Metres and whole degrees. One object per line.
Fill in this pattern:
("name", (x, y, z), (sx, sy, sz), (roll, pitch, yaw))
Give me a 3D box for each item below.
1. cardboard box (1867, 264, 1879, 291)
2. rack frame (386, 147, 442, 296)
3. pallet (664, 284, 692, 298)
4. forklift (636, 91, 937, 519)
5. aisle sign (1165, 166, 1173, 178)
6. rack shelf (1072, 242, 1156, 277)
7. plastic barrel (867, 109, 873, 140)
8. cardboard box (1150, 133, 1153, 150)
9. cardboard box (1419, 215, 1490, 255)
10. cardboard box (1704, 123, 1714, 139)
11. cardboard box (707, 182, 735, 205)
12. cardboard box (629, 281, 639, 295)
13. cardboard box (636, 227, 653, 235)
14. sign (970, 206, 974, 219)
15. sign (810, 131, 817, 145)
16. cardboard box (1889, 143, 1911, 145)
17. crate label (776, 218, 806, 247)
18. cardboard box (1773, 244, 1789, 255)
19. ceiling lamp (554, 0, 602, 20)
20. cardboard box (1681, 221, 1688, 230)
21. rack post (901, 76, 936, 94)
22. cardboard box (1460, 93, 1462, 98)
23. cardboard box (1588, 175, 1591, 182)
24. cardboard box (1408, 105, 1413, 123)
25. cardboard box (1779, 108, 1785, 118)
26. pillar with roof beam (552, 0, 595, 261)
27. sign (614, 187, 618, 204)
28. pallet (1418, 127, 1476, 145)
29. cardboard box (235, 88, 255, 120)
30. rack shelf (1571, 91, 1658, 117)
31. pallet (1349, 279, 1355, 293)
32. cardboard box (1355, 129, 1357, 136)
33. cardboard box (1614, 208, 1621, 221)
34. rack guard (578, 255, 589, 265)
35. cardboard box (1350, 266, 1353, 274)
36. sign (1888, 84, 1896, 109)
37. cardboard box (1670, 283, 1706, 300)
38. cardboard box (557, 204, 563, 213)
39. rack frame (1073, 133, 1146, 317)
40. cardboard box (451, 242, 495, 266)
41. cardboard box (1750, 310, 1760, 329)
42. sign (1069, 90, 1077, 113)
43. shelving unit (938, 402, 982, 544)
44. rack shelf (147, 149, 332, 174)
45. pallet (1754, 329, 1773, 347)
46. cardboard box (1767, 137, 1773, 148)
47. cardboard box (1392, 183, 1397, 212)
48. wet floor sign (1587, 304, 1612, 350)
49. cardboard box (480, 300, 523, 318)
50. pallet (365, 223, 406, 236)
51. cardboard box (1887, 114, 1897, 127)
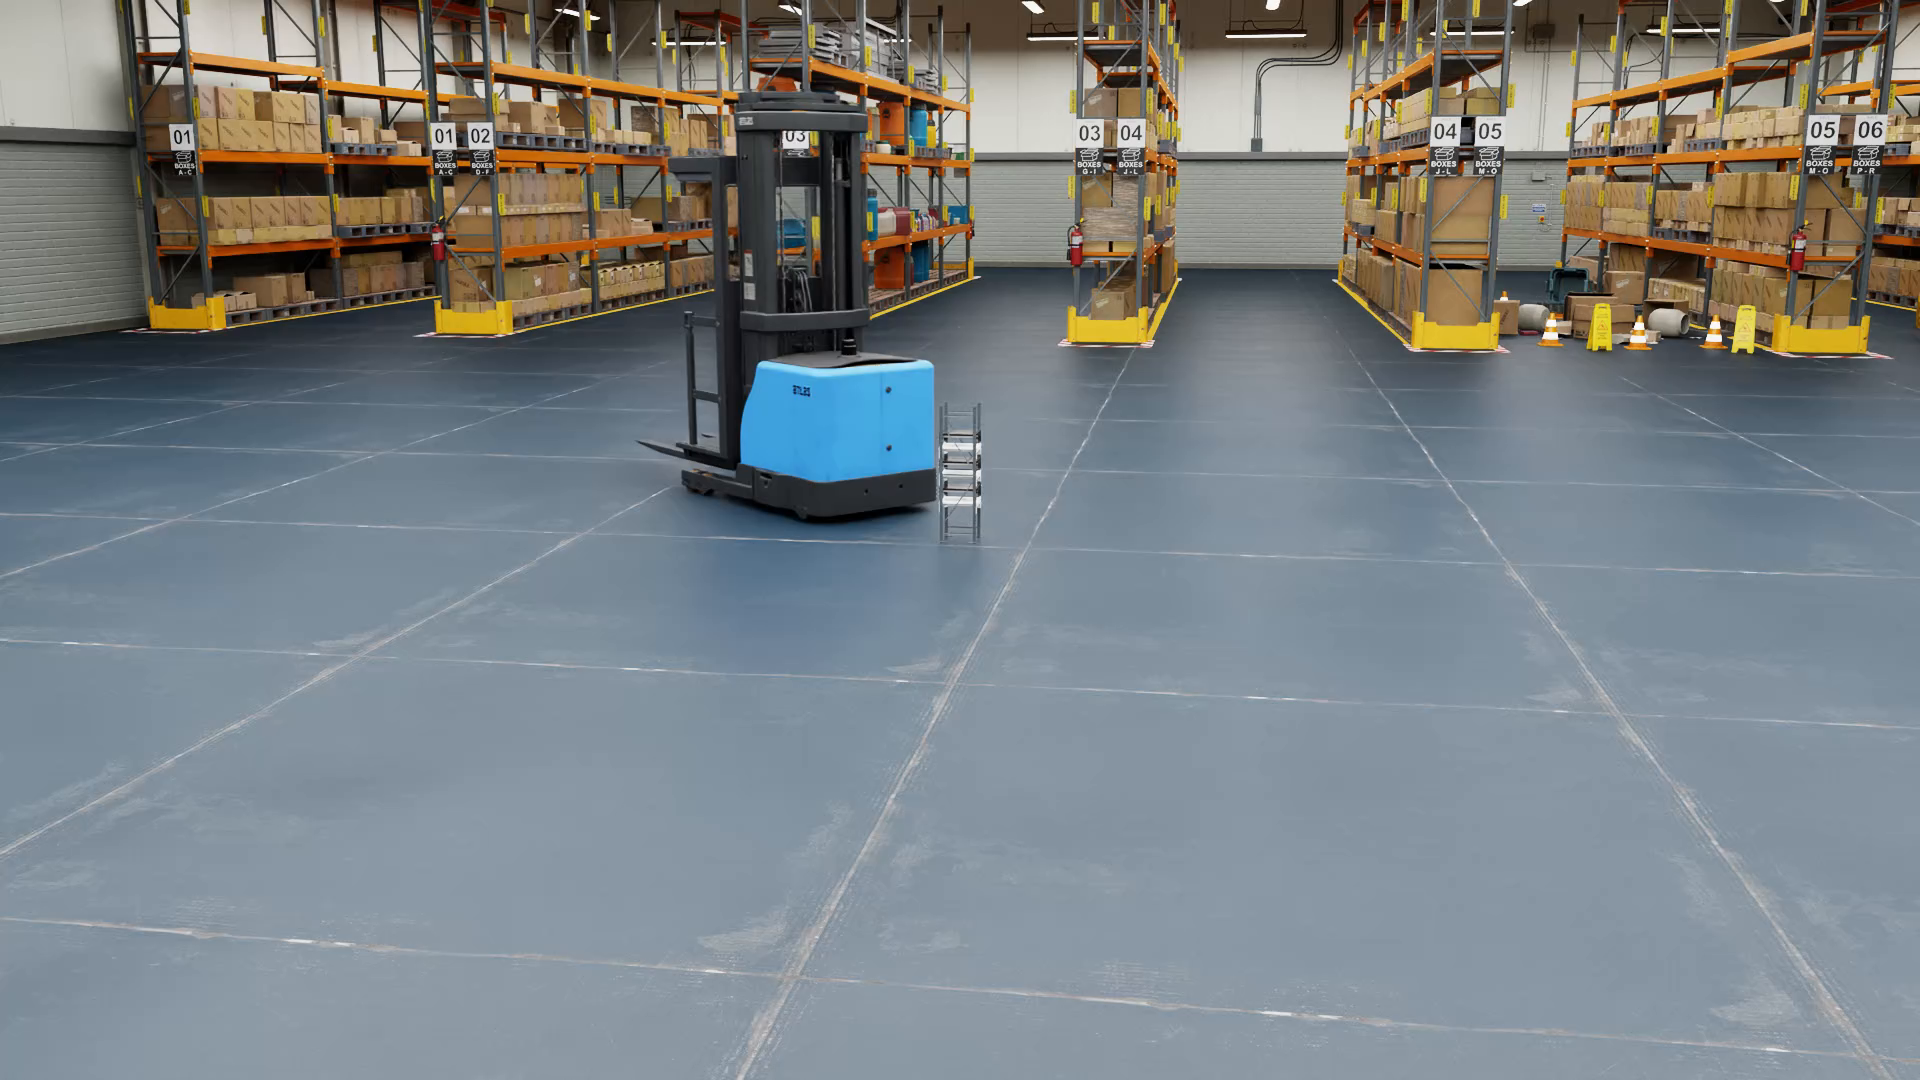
("cardboard box", (18.351, -5.200, 32.941), (0.500, 0.500, 0.500), (2, 12, 8))
("rack frame", (-11.276, -6.552, 34.274), (1.000, 3.000, 0.127), (2, 12, 9))
("pallet", (-6.228, -5.183, 34.542), (1.003, 0.211, 1.213), (2, 12, 9))
("forklift", (-1.477, -1.831, 12.530), (1.130, 2.935, 3.031), (-9, 15, -37))
("aisle sign", (4.945, -9.012, 39.518), (0.394, 0.787, 0.004), (2, 12, 9))
("rack shelf", (2.485, -4.469, 26.320), (1.077, 0.370, 4.000), (2, 12, 9))
("plastic barrel", (-1.928, -7.607, 31.031), (0.600, 0.830, 0.708), (2, 12, 9))
("cardboard box", (2.735, -6.209, 25.919), (0.500, 0.250, 0.500), (2, 12, 10))
("cardboard box", (7.075, -4.375, 23.818), (0.875, 0.550, 0.550), (2, 12, 9))
("cardboard box", (12.614, -6.746, 27.416), (0.500, 0.250, 0.500), (2, 12, 9))
("cardboard box", (-5.415, -7.851, 37.693), (0.500, 0.500, 0.500), (2, 12, 10))
("cardboard box", (-6.453, -4.816, 31.752), (0.500, 0.250, 0.500), (2, 12, 10))
("cardboard box", (-6.246, -6.073, 32.649), (0.380, 0.149, 0.250), (2, 12, 9))
("sign", (0.290, -7.961, 40.428), (0.100, 0.325, 0.005), (2, 12, 9))
("sign", (-2.174, -6.017, 24.653), (0.100, 0.325, 0.005), (2, 12, 9))
("cardboard box", (19.079, -8.056, 33.785), (0.500, 0.250, 0.500), (2, 12, 7))
("crate label", (-2.701, -4.974, 26.872), (0.502, 0.435, 0.616), (2, 12, 9))
("cardboard box", (11.745, -4.102, 23.504), (0.380, 0.149, 0.250), (2, 12, 8))
("ceiling lamp", (-8.016, -12.906, 35.663), (0.800, 3.185, 2.000), (2, 12, 9))
("cardboard box", (12.670, -5.435, 28.692), (0.380, 0.149, 0.250), (2, 12, 10))
("rack post", (-1.057, -9.326, 34.094), (0.937, 0.300, 0.954), (3, 13, 15))
("cardboard box", (7.664, -6.588, 24.790), (0.380, 0.149, 0.250), (2, 12, 9))
("cardboard box", (13.830, -7.827, 36.040), (0.380, 0.149, 0.250), (2, 12, 9))
("cardboard box", (7.173, -6.545, 25.541), (0.500, 0.250, 0.500), (2, 12, 8))
("cardboard box", (11.963, -6.105, 23.785), (0.380, 0.149, 0.250), (2, 12, 9))
("pillar with roof beam", (-6.231, -11.600, 43.460), (9.100, 9.000, 0.548), (2, 12, 9))
("sign", (-6.918, -6.935, 33.492), (0.100, 0.325, 0.005), (2, 12, 9))
("pallet", (7.166, -5.801, 23.880), (1.003, 0.211, 1.213), (2, 12, 9))
("cardboard box", (-12.012, -7.182, 27.422), (0.500, 0.500, 0.500), (2, 12, 10))
("rack shelf", (14.122, -9.384, 35.831), (1.077, 0.370, 4.000), (2, 12, 9))
("pallet", (8.977, -5.499, 36.008), (1.003, 0.211, 1.213), (2, 12, 9))
("cardboard box", (8.878, -8.951, 36.509), (0.380, 0.149, 0.250), (2, 12, 8))
("cardboard box", (13.312, -6.457, 33.003), (0.500, 0.250, 0.500), (2, 12, 9))
("rack guard", (-10.042, -7.000, 42.288), (1.175, 0.500, 0.348), (2, 12, 9))
("cardboard box", (8.696, -5.867, 36.162), (0.380, 0.149, 0.250), (1, 12, 7))
("sign", (12.505, -5.960, 22.333), (0.100, 0.325, 0.005), (2, 12, 9))
("cardboard box", (12.875, -4.241, 28.793), (0.950, 0.372, 0.625), (2, 12, 11))
("cardboard box", (-6.984, -5.650, 28.313), (0.380, 0.149, 0.250), (2, 12, 8))
("rack frame", (2.177, -4.405, 24.312), (1.000, 3.000, 0.127), (2, 12, 9))
("cardboard box", (-10.766, -6.214, 36.813), (0.750, 0.750, 0.750), (2, 12, 10))
("cardboard box", (11.915, -3.229, 24.388), (0.500, 0.250, 0.500), (2, 12, 9))
("sign", (1.632, -6.326, 24.006), (0.100, 0.325, 0.005), (2, 12, 9))
("shelving unit", (0.001, -0.442, 10.906), (0.258, 0.900, 0.210), (2, 12, 9))
("rack shelf", (-12.198, -6.417, 28.238), (1.077, 0.370, 4.000), (2, 12, 9))
("pallet", (12.141, -2.904, 23.969), (1.003, 0.211, 1.213), (2, 12, 9))
("cardboard box", (11.972, -5.776, 24.152), (0.380, 0.149, 0.250), (2, 12, 7))
("cardboard box", (7.983, -6.014, 29.170), (0.700, 0.500, 0.500), (2, 12, 8))
("wet floor sign", (9.015, -3.002, 23.391), (0.267, 0.644, 0.232), (0, 12, -1))
("cardboard box", (-7.308, -3.692, 26.535), (0.500, 0.250, 0.500), (2, 12, 9))
("pallet", (-11.540, -6.044, 32.376), (1.003, 0.211, 1.213), (2, 12, 9))
("cardboard box", (18.329, -8.316, 33.013), (0.396, 0.266, 0.258), (2, 12, 8))
